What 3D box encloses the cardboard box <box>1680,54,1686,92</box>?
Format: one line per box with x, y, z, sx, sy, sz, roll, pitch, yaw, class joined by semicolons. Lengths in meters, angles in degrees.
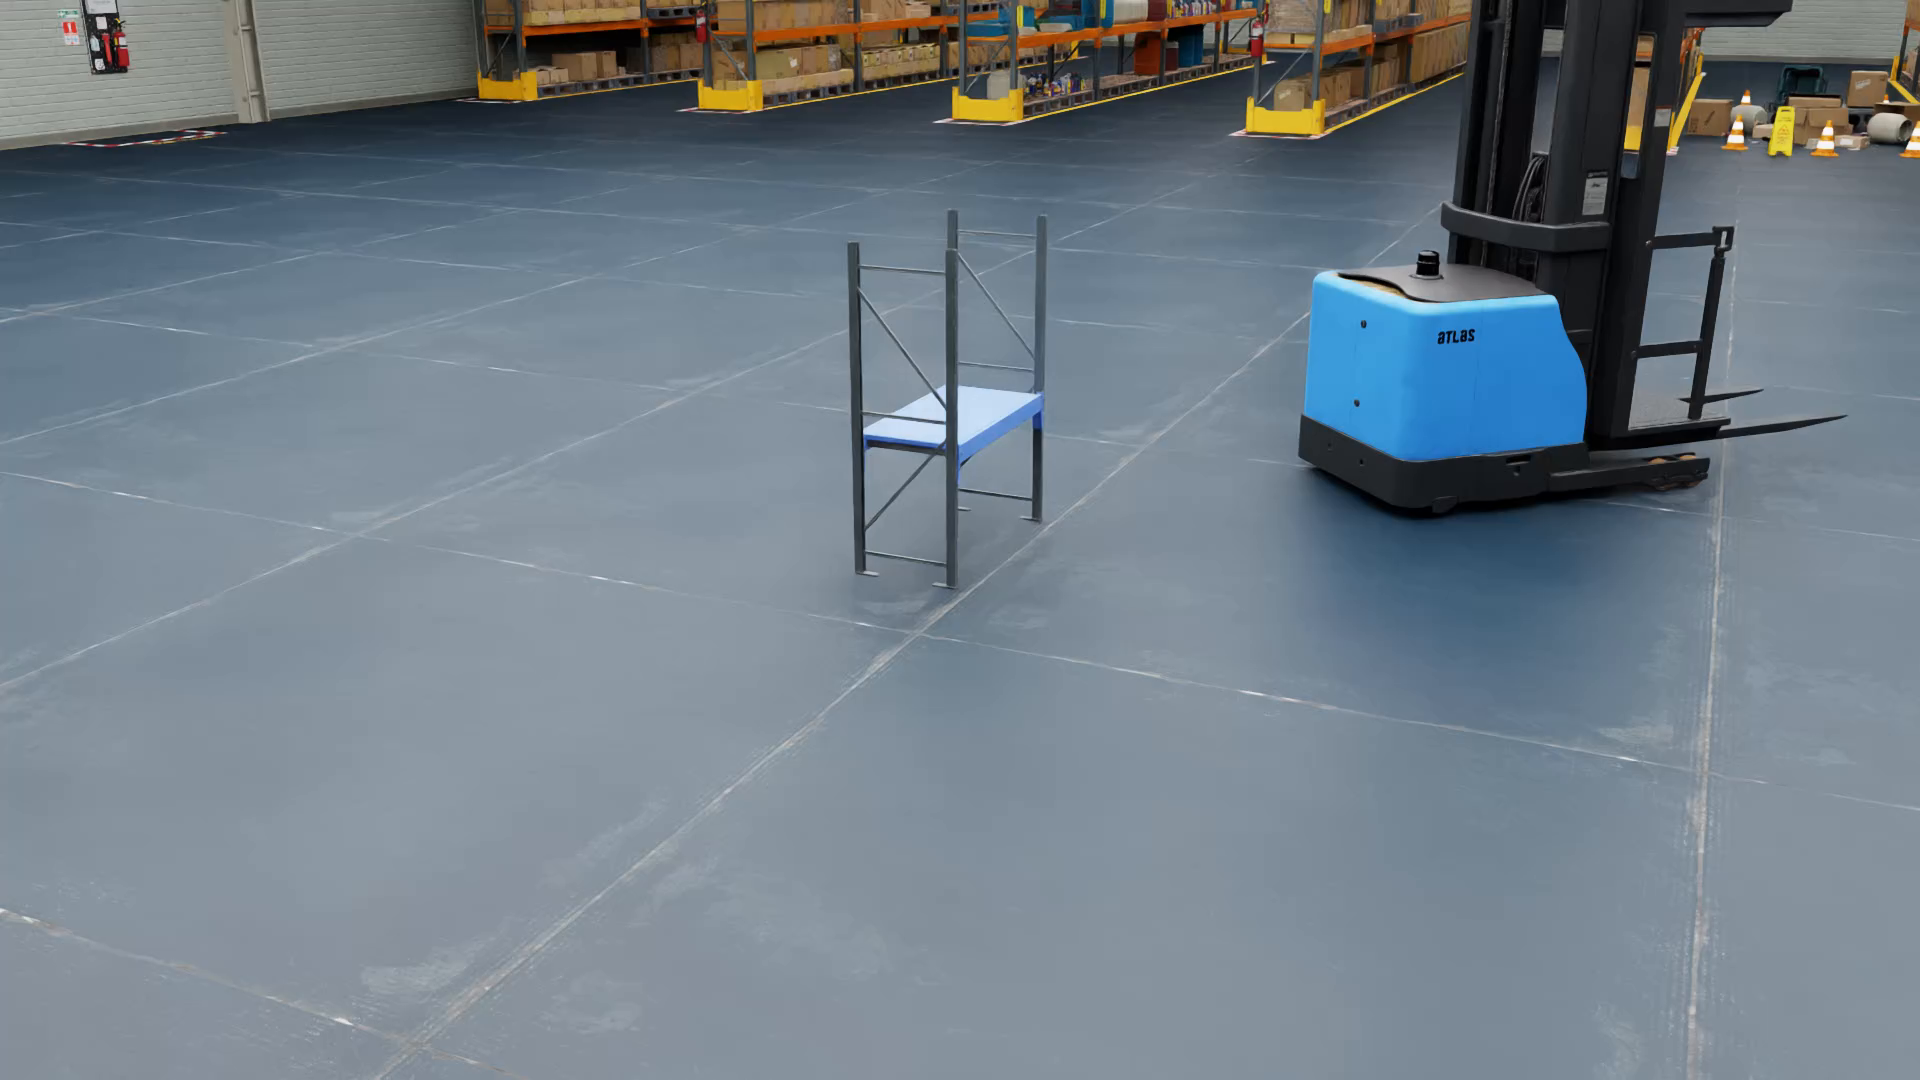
12.413;-8.403;29.852;1.050;0.750;0.750;8;21;22;cardboard box

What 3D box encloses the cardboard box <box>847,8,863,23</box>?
-2.252;-10.374;32.887;0.500;0.250;0.500;10;22;26;cardboard box

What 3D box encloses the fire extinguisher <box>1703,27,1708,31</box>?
16.544;-11.686;37.025;0.296;0.674;0.183;9;21;23;fire extinguisher

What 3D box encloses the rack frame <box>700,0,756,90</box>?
-4.052;-9.066;28.983;1.000;3.000;0.127;9;21;23;rack frame

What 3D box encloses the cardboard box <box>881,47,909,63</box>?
-1.389;-10.017;34.299;0.500;0.311;0.500;9;22;24;cardboard box

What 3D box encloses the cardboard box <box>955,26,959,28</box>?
0.032;-11.697;38.336;0.500;0.250;0.500;9;21;23;cardboard box

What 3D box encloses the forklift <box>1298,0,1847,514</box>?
3.410;-1.798;8.651;3.031;2.935;1.130;-7;21;-19;forklift

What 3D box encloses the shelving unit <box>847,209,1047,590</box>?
-0.035;-0.681;7.644;0.538;1.500;1.048;9;21;23;shelving unit

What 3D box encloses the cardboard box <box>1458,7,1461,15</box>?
10.853;-11.696;36.755;0.380;0.149;0.250;9;21;23;cardboard box

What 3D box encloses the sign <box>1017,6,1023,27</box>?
0.966;-8.438;26.807;0.100;0.325;0.005;9;21;23;sign

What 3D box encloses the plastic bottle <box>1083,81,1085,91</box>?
2.239;-8.343;30.470;0.097;0.201;0.097;0;20;0;plastic bottle

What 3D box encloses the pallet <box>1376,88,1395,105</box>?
7.438;-8.227;30.786;1.003;0.211;1.213;9;21;23;pallet

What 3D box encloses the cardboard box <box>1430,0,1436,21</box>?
9.330;-10.777;33.646;0.500;0.500;0.500;9;21;23;cardboard box

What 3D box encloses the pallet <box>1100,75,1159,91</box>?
3.389;-9.285;33.762;1.003;0.211;1.213;9;21;23;pallet

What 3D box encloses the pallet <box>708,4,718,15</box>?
-5.491;-11.867;37.146;1.213;0.211;1.003;9;21;23;pallet

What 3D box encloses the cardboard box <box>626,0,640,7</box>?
-6.846;-11.072;33.700;0.500;0.500;0.500;8;21;23;cardboard box

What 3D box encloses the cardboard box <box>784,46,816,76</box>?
-3.013;-8.913;30.911;0.500;0.500;0.500;9;21;23;cardboard box

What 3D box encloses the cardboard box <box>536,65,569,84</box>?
-7.974;-9.058;32.318;0.500;0.311;0.500;11;22;27;cardboard box

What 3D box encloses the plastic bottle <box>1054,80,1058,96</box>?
1.674;-7.953;29.271;0.097;0.271;0.097;0;20;0;plastic bottle

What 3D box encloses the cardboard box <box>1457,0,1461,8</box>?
10.745;-11.861;36.624;0.500;0.250;0.500;9;22;24;cardboard box

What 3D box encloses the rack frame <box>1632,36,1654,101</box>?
9.468;-6.994;23.157;1.000;3.000;0.127;9;21;23;rack frame

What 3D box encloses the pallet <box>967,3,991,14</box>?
0.016;-12.016;37.565;1.003;0.211;1.213;9;21;23;pallet

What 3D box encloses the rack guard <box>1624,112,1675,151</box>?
9.458;-5.809;23.556;1.175;0.500;0.348;9;21;23;rack guard

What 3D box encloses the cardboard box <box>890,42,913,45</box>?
-1.258;-10.558;35.819;0.500;0.311;0.500;9;22;25;cardboard box

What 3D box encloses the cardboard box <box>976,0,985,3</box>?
0.195;-12.430;37.669;0.700;0.500;0.500;3;20;9;cardboard box

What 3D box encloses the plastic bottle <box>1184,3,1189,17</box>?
4.782;-11.284;35.406;0.152;0.276;0.135;9;21;23;plastic bottle

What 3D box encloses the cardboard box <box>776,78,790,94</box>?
-3.428;-8.255;30.180;0.500;0.250;0.500;9;21;23;cardboard box

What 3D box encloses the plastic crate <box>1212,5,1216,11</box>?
5.701;-12.080;37.763;0.396;0.136;0.243;9;21;23;plastic crate

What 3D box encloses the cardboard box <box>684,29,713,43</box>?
-5.835;-11.180;36.883;0.500;0.250;0.500;9;21;24;cardboard box

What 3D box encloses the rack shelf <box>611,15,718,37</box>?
-6.116;-11.239;36.169;1.077;0.370;4.000;9;21;23;rack shelf

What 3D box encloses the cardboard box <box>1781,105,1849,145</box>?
12.435;-6.053;24.239;0.797;0.503;0.637;-5;20;-15;cardboard box

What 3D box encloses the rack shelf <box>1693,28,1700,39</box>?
13.563;-9.712;31.874;1.077;0.370;4.000;9;21;23;rack shelf

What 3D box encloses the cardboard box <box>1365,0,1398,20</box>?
7.075;-9.632;29.054;1.000;1.000;1.000;9;21;23;cardboard box

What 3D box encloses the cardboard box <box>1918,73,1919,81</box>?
19.294;-9.182;32.507;0.875;0.438;0.875;8;21;22;cardboard box

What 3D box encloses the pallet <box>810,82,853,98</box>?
-2.778;-8.737;32.221;1.003;0.211;1.213;9;21;23;pallet

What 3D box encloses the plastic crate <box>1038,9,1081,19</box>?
1.773;-9.436;30.117;0.767;0.338;0.504;9;21;23;plastic crate

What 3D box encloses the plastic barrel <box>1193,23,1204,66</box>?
5.141;-11.098;37.204;0.600;0.901;0.708;9;21;23;plastic barrel

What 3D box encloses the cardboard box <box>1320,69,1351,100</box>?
6.422;-7.831;28.616;0.500;0.500;0.500;8;21;21;cardboard box

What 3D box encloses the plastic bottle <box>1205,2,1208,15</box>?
5.364;-11.718;36.627;0.152;0.276;0.135;9;21;23;plastic bottle

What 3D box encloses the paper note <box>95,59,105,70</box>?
-12.714;-7.033;24.582;0.016;0.148;0.142;9;21;23;paper note

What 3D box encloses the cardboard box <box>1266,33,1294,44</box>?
4.913;-7.702;25.525;0.380;0.149;0.250;9;21;23;cardboard box

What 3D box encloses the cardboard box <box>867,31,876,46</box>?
-2.626;-13.121;43.490;0.700;0.500;0.500;8;21;21;cardboard box

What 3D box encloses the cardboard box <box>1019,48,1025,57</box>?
1.231;-11.773;39.952;0.500;0.311;0.500;9;21;23;cardboard box

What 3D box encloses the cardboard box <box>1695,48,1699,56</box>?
15.666;-10.497;35.750;0.380;0.149;0.250;9;22;25;cardboard box

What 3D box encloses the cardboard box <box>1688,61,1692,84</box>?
13.884;-9.108;32.207;0.500;0.500;0.500;8;21;22;cardboard box

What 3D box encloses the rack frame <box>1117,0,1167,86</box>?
3.742;-10.830;33.946;1.000;3.000;0.127;9;21;23;rack frame

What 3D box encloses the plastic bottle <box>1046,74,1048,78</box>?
1.563;-8.381;30.455;0.061;0.283;0.133;9;21;23;plastic bottle

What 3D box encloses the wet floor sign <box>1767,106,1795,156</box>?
11.263;-5.604;22.763;0.267;0.644;0.232;5;20;13;wet floor sign

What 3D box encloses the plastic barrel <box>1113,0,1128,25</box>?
2.996;-10.158;31.853;0.433;0.535;0.433;0;20;0;plastic barrel

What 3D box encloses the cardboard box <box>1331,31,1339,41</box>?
5.747;-7.944;26.205;0.380;0.149;0.250;9;21;23;cardboard box
